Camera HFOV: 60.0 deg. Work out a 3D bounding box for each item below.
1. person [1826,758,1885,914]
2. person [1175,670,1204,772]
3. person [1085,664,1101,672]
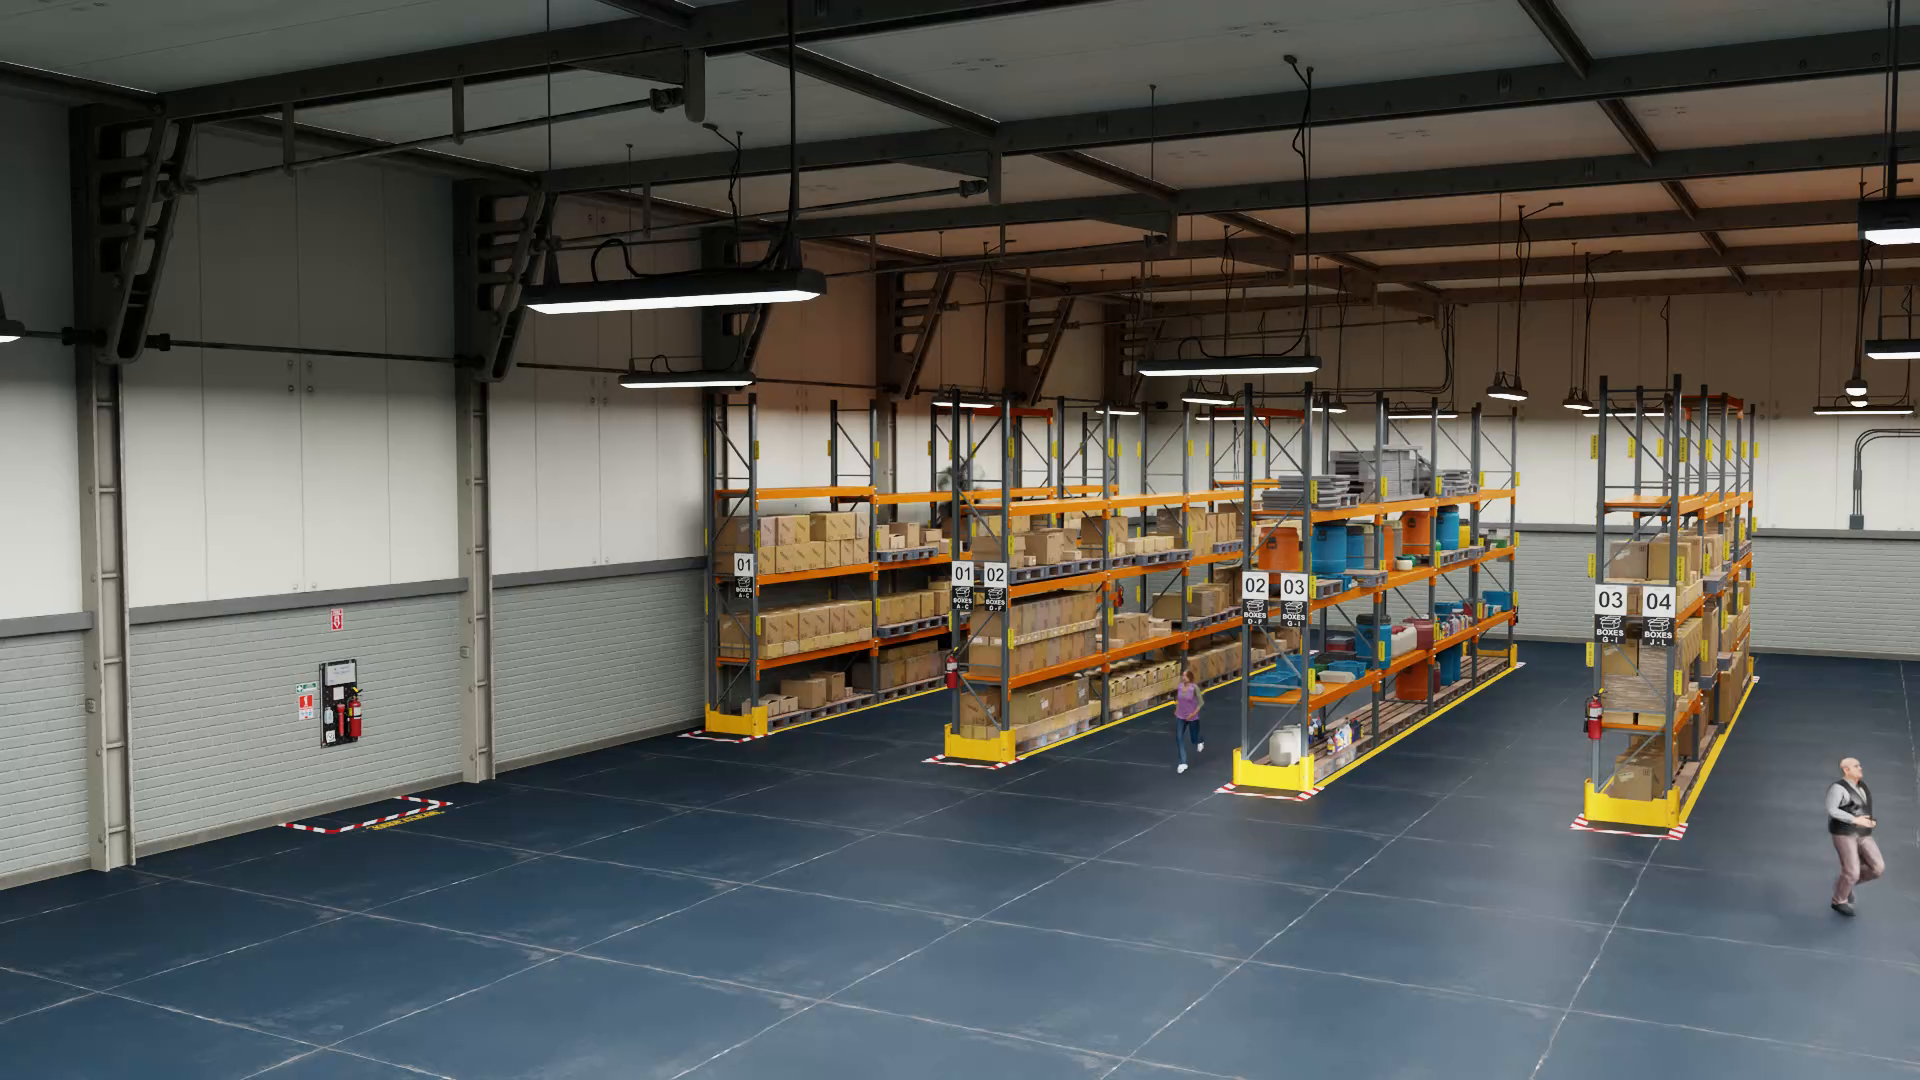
[{"bbox_3d":[9.630,3.188,17.874,0.708,1.692,0.555,-1,3,-26],"label":"person"},{"bbox_3d":[3.611,2.826,26.220,0.517,1.583,0.911,2,3,27],"label":"person"},{"bbox_3d":[2.783,2.285,35.543,0.628,1.636,0.590,2,4,35],"label":"person"}]
